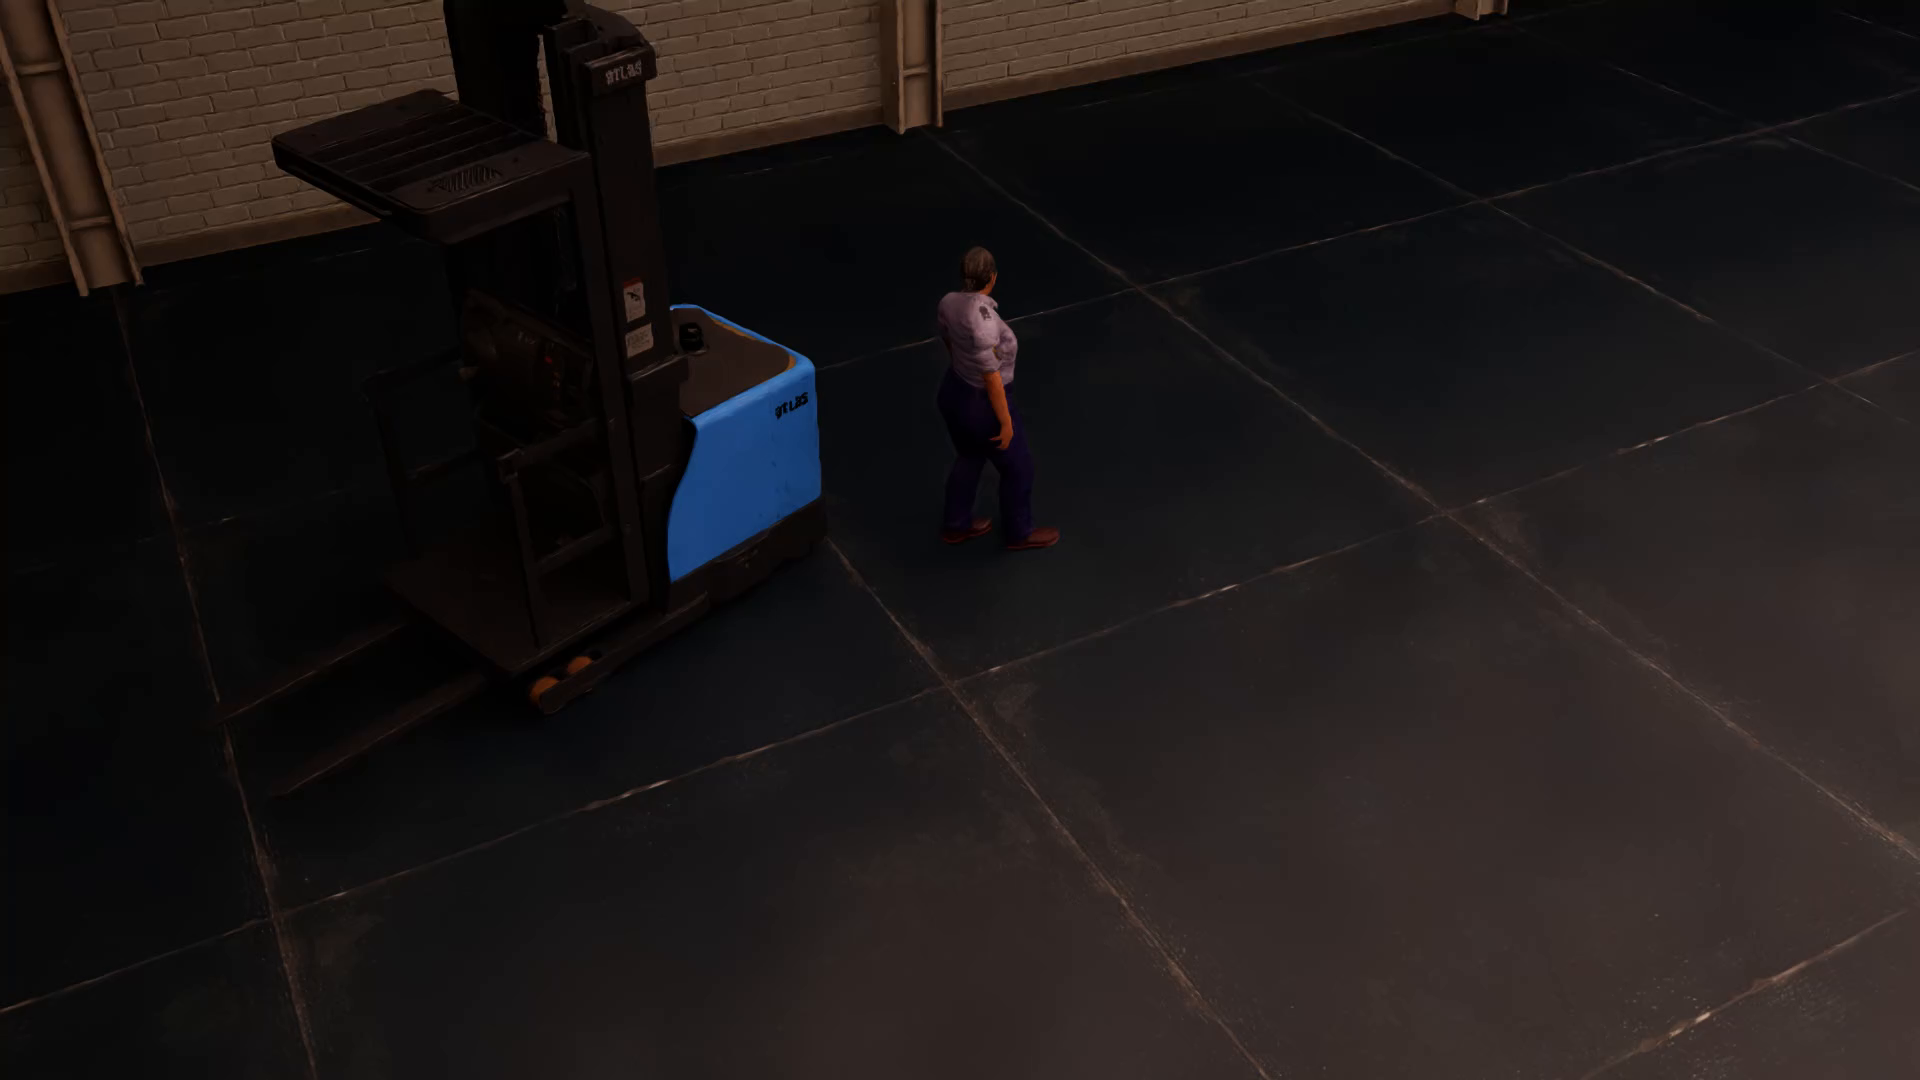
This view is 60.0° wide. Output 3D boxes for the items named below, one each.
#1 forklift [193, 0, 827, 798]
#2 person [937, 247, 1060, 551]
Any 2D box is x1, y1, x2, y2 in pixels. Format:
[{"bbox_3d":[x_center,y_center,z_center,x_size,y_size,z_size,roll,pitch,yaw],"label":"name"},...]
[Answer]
[{"bbox_3d":[-2.045,-0.743,7.174,1.130,2.935,3.031,27,44,33],"label":"forklift"},{"bbox_3d":[0.173,-0.702,8.252,0.541,1.624,0.618,-20,40,-26],"label":"person"}]
